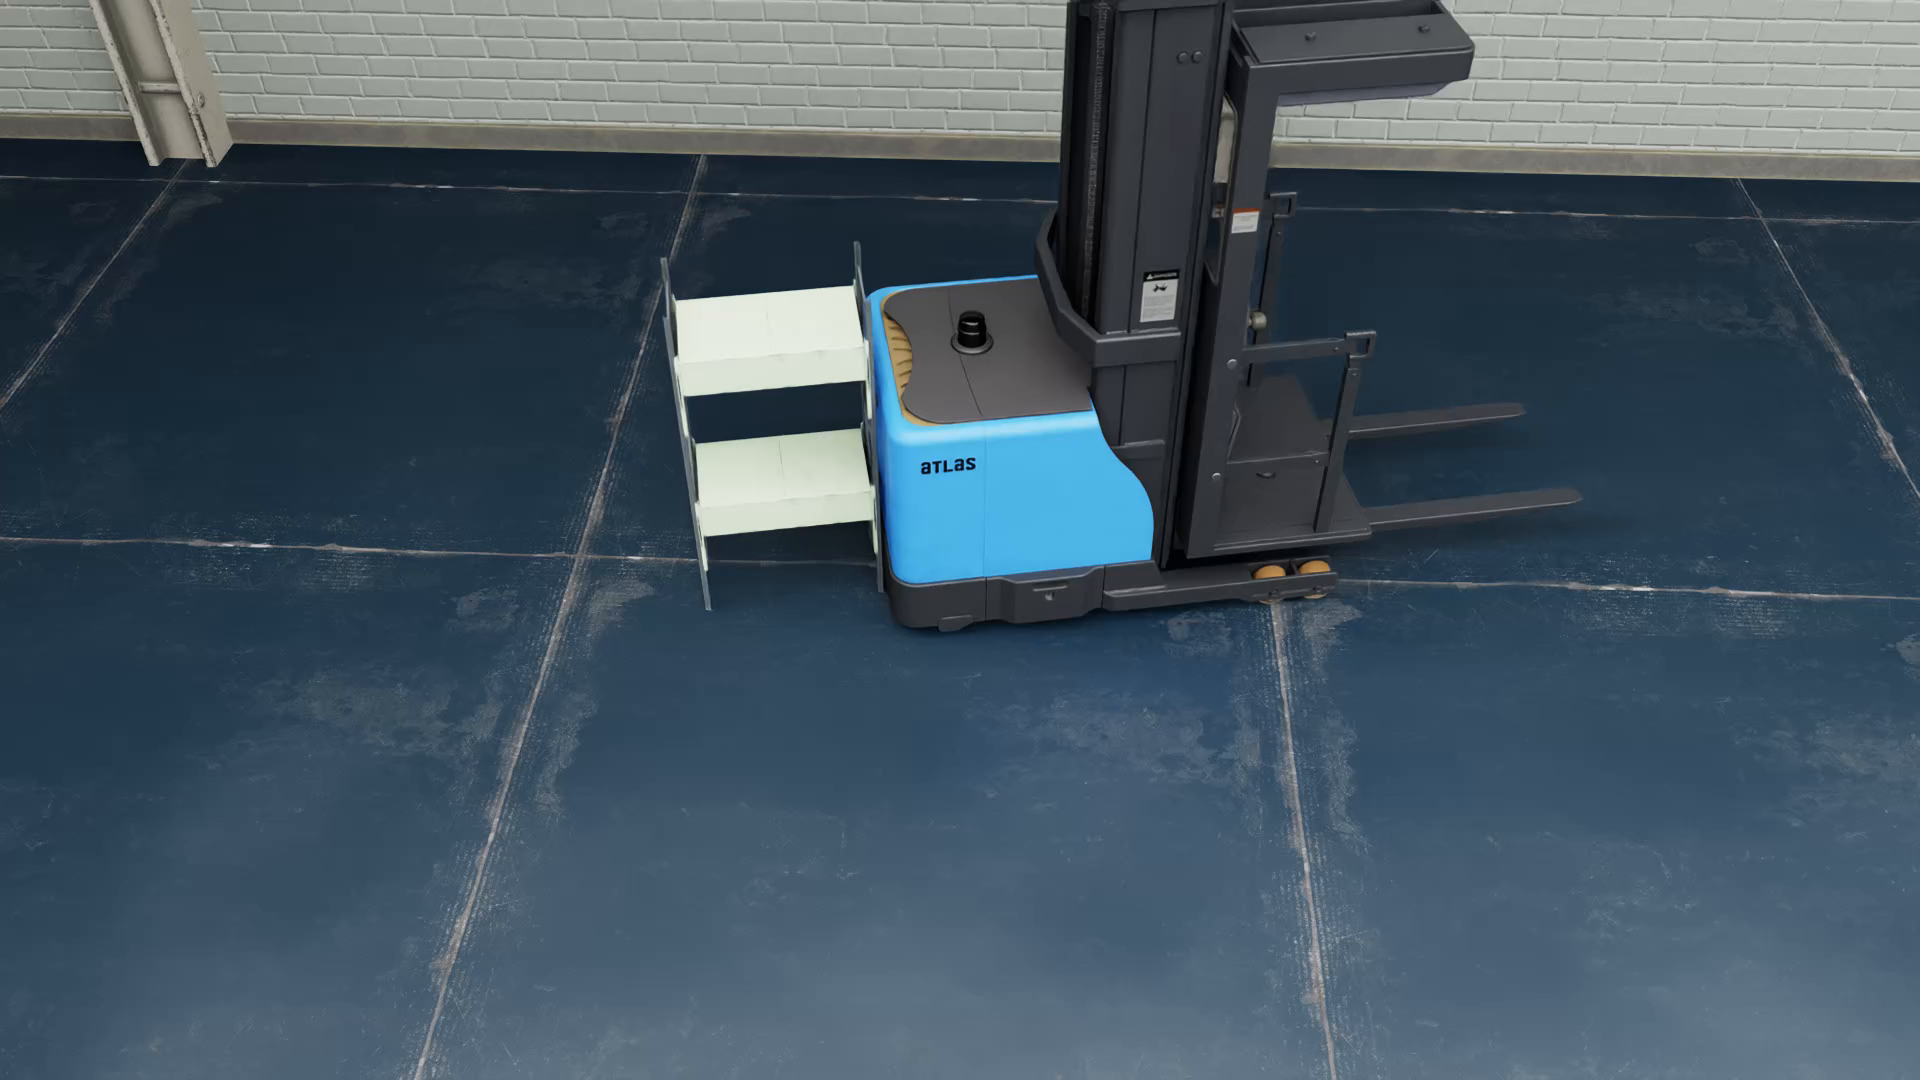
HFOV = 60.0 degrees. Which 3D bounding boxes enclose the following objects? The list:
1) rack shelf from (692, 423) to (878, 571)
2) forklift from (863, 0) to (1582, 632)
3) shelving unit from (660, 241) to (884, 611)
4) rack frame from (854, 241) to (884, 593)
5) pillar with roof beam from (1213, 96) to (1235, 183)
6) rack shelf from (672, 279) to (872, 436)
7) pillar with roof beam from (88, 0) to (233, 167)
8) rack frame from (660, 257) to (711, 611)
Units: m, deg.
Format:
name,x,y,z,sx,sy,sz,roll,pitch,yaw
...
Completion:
name,x,y,z,sx,sy,sz,roll,pitch,yaw
rack shelf,-0.728,-0.182,6.909,0.720,0.370,0.431,-6,43,-6
forklift,1.150,-1.155,6.425,3.031,2.935,1.130,-6,43,-6
shelving unit,-0.728,-0.421,6.687,0.755,1.500,0.431,-6,43,-6
rack frame,-0.366,-0.458,6.727,0.023,1.500,0.400,-6,43,-6
pillar with roof beam,1.285,-2.456,3.369,0.400,9.000,9.100,2,43,2
rack shelf,-0.728,-0.706,6.421,0.720,0.370,0.431,-6,43,-6
pillar with roof beam,-4.709,-2.640,3.567,0.400,9.000,9.100,2,43,2
rack frame,-1.090,-0.383,6.647,0.023,1.500,0.400,-6,43,-6
